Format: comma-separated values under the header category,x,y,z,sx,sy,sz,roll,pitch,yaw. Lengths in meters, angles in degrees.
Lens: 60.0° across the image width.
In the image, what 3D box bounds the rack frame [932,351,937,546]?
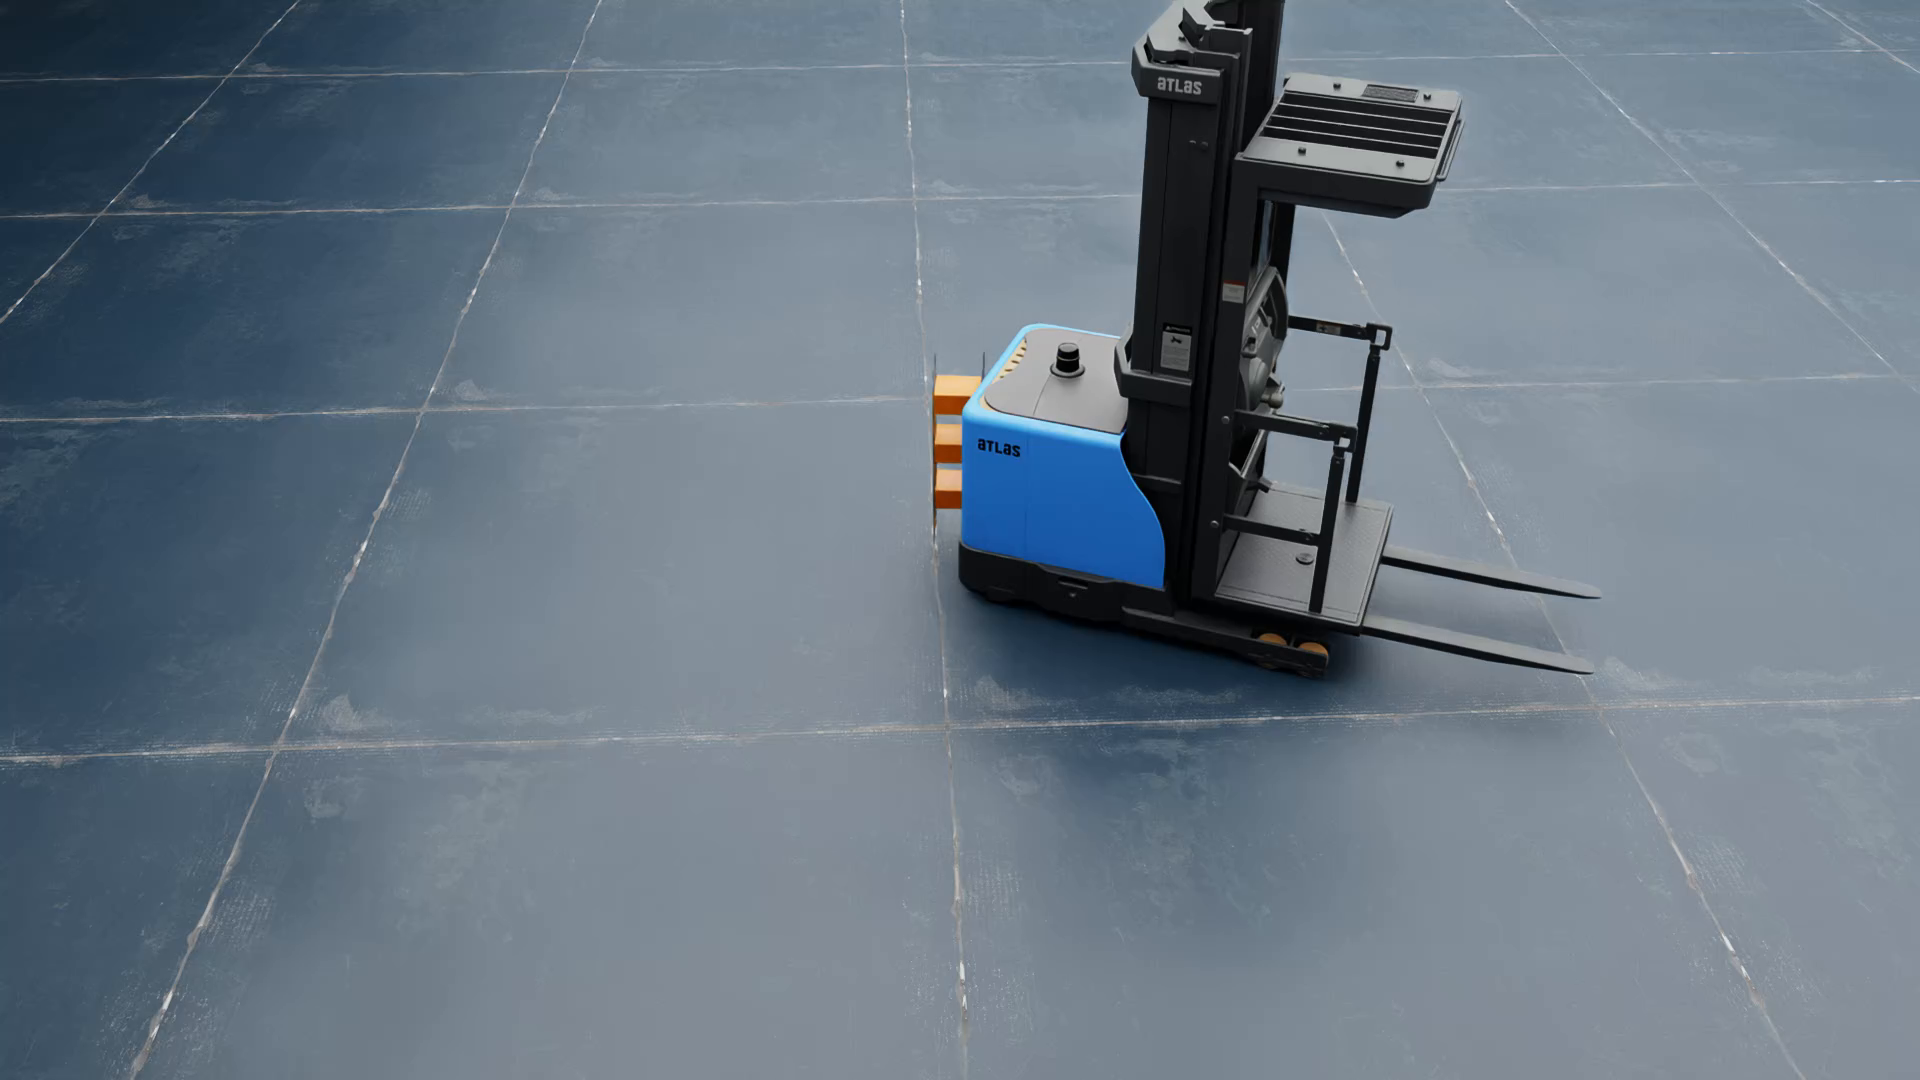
category,x,y,z,sx,sy,sz,roll,pitch,yaw
rack frame,-0.129,-0.458,8.525,0.008,1.050,0.200,2,35,2

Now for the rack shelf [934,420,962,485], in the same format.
category,x,y,z,sx,sy,sz,roll,pitch,yaw
rack shelf,-0.008,-0.446,8.527,0.240,0.259,0.215,2,35,2

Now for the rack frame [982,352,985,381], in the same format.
category,x,y,z,sx,sy,sz,roll,pitch,yaw
rack frame,0.114,-0.451,8.516,0.008,1.050,0.200,2,35,2

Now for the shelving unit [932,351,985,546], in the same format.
category,x,y,z,sx,sy,sz,roll,pitch,yaw
shelving unit,-0.008,-0.455,8.521,0.252,1.050,0.215,2,35,2

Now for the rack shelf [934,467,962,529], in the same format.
category,x,y,z,sx,sy,sz,roll,pitch,yaw
rack shelf,-0.008,-0.217,8.685,0.240,0.259,0.215,2,35,2

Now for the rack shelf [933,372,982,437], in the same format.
category,x,y,z,sx,sy,sz,roll,pitch,yaw
rack shelf,-0.008,-0.679,8.365,0.240,0.259,0.215,2,35,2

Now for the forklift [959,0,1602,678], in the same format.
category,x,y,z,sx,sy,sz,roll,pitch,yaw
forklift,1.566,-0.899,7.509,3.031,2.935,1.130,12,36,17
